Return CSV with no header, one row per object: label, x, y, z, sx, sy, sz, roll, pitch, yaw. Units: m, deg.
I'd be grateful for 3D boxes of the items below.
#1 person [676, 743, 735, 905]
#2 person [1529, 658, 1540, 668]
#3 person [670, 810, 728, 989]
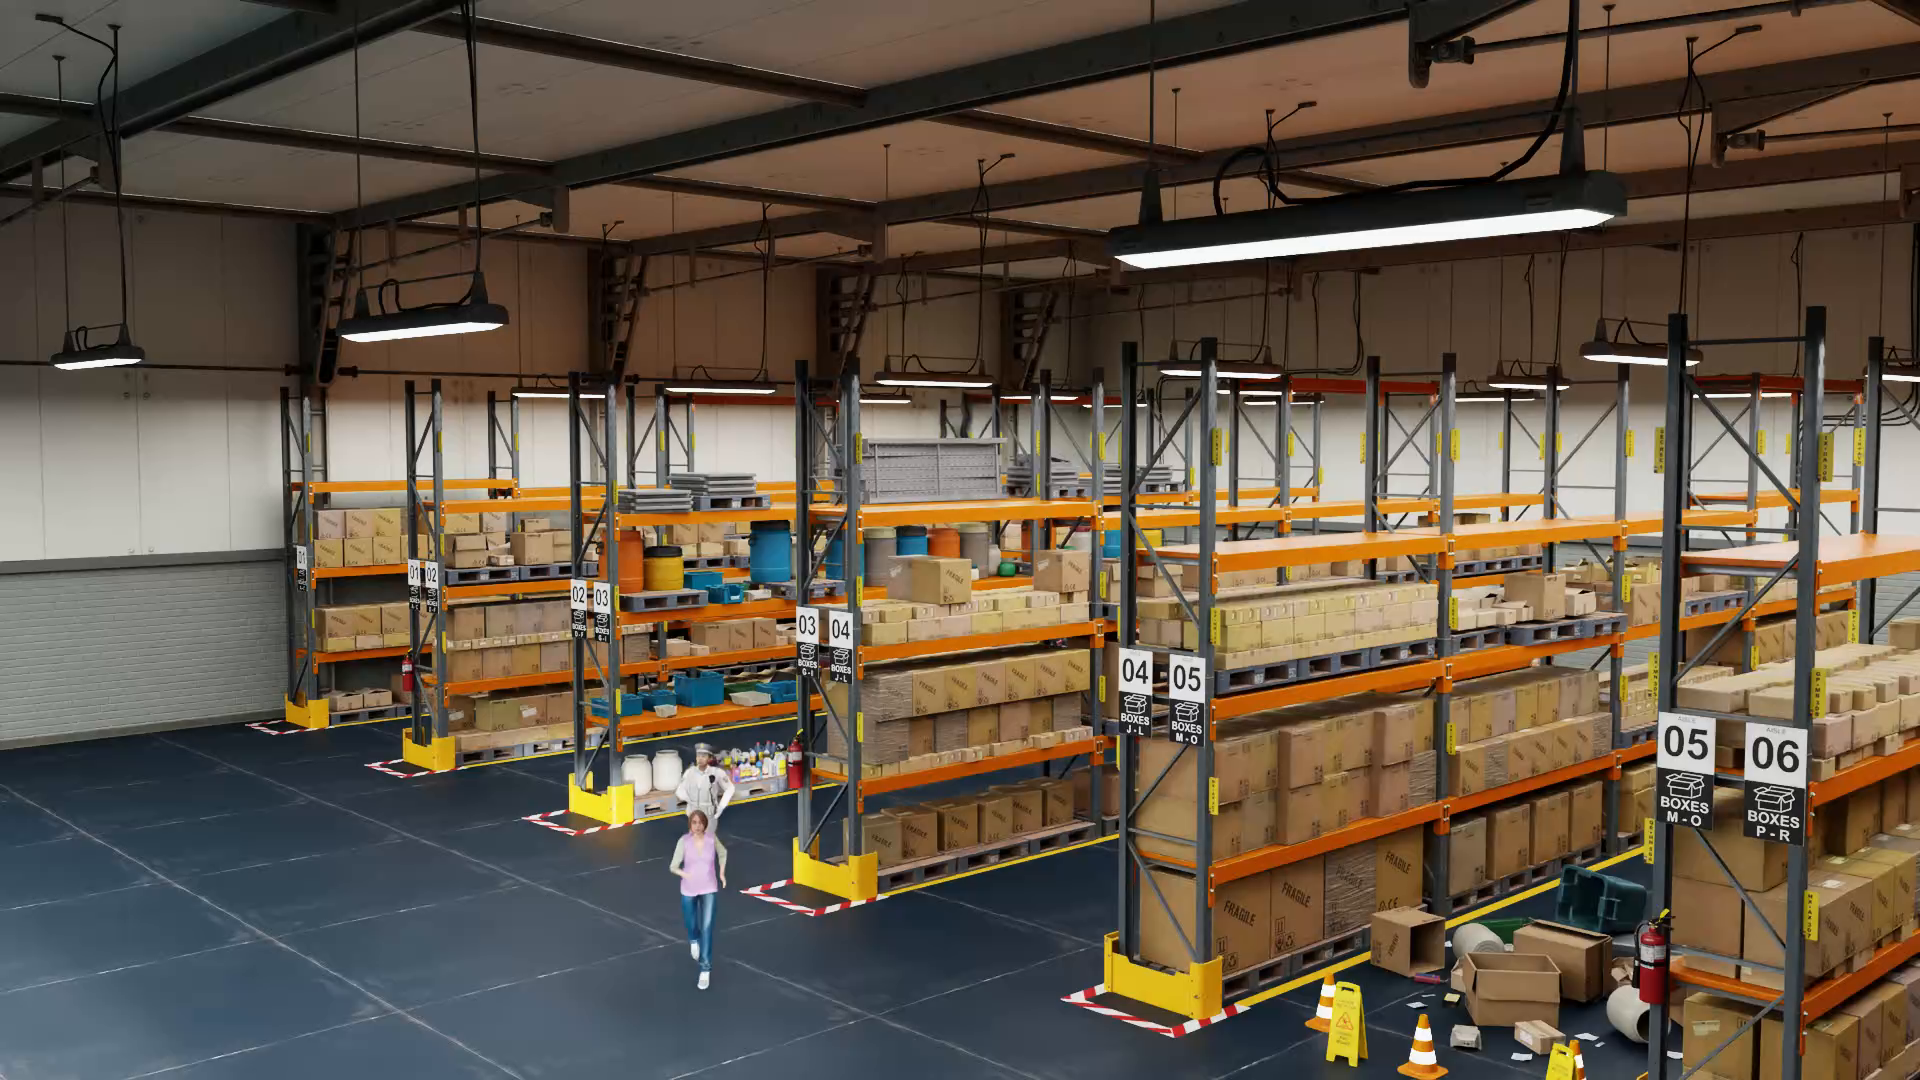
person,-2.880,3.119,18.562,0.616,1.740,0.734,1,4,15
person,9.150,2.676,26.448,0.585,1.632,0.693,3,5,42
person,-2.468,3.340,15.758,0.542,1.591,0.896,-1,4,-10
